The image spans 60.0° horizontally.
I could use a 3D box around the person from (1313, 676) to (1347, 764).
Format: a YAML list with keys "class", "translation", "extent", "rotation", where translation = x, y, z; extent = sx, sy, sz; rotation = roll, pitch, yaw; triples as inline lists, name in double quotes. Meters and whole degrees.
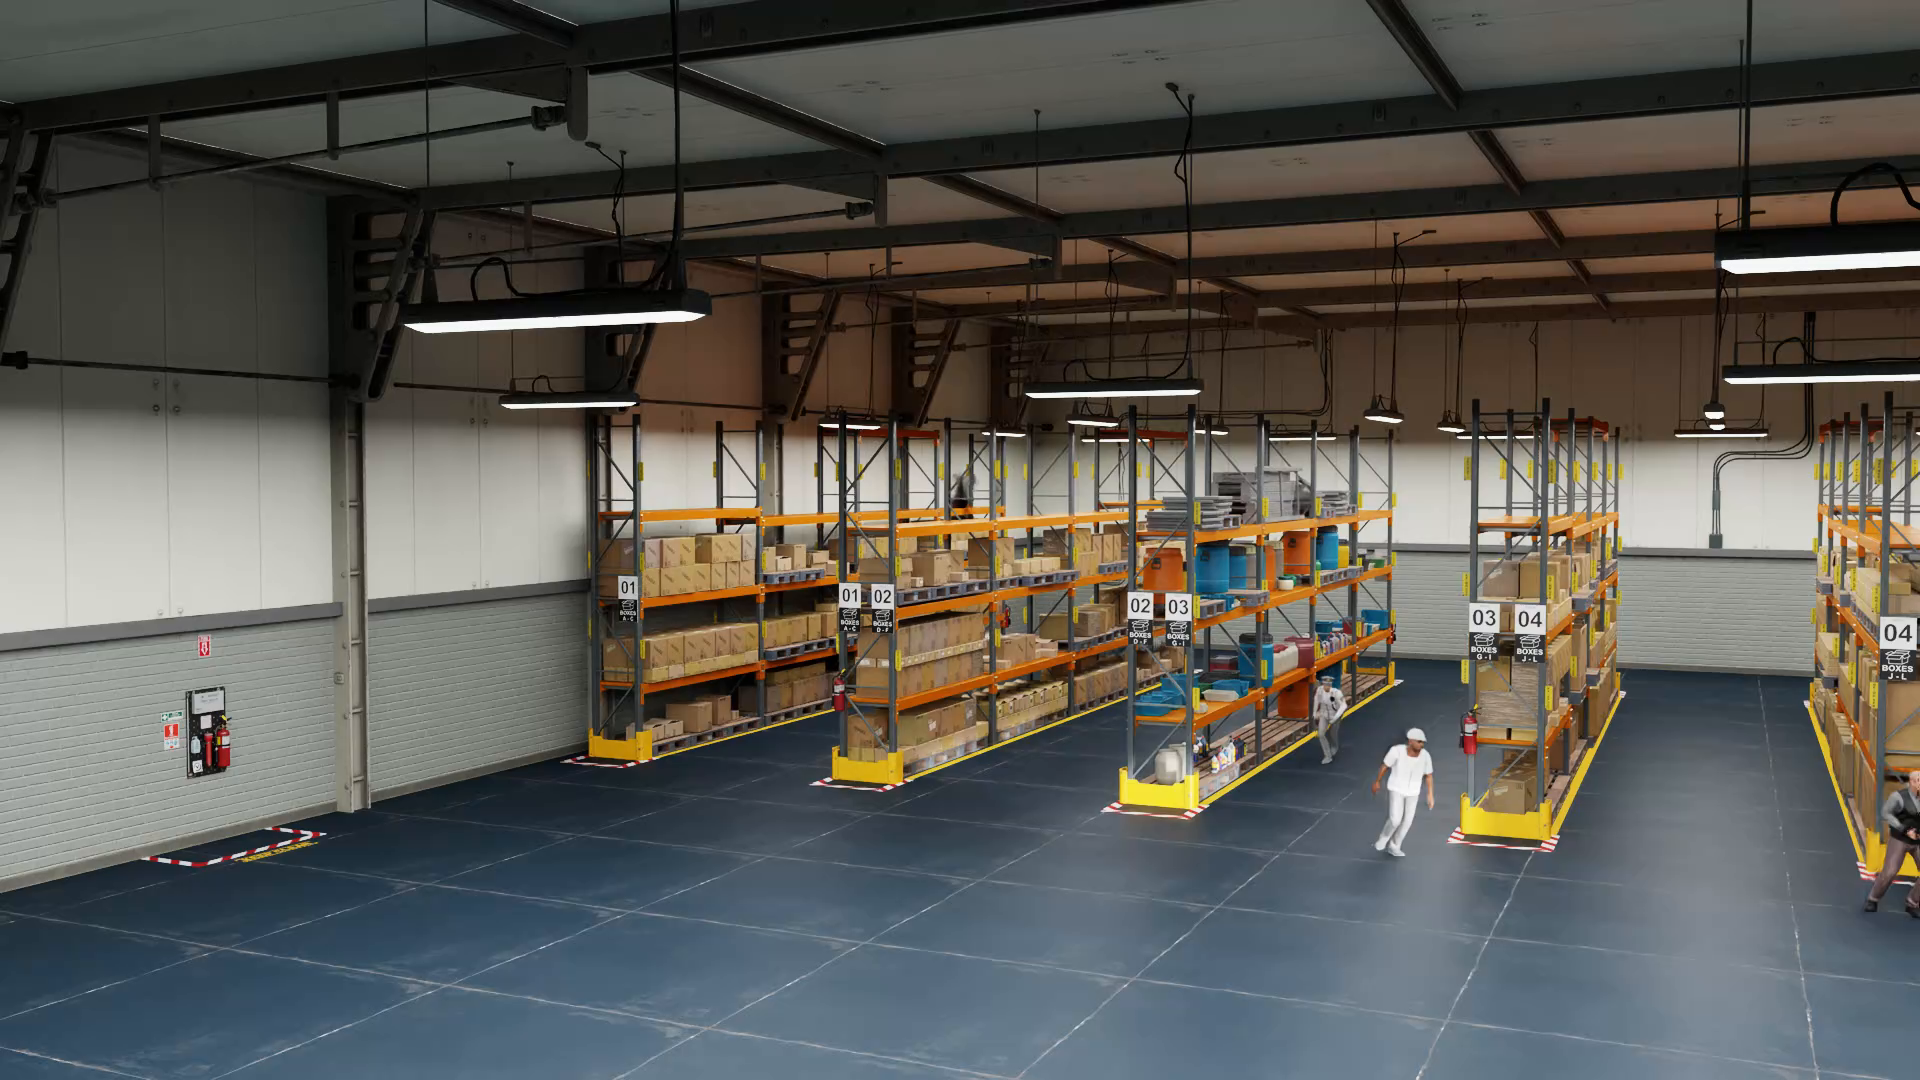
- class: "person"
  translation: [6.408, 3.056, 28.652]
  extent: [0.618, 1.514, 1.027]
  rotation: [1, 3, 28]

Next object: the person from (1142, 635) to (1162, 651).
- class: "person"
  translation: [5.032, 2.428, 42.962]
  extent: [0.641, 1.590, 1.094]
  rotation: [-2, 3, -43]

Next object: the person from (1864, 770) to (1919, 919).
- class: "person"
  translation: [10.691, 3.410, 18.740]
  extent: [0.862, 1.665, 0.517]
  rotation: [0, 2, 1]

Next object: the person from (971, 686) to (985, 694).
- class: "person"
  translation: [0.406, 2.732, 36.541]
  extent: [0.610, 1.528, 0.849]
  rotation: [1, 3, 23]

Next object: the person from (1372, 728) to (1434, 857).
- class: "person"
  translation: [5.750, 3.257, 21.479]
  extent: [0.692, 1.707, 0.630]
  rotation: [0, 2, -8]
